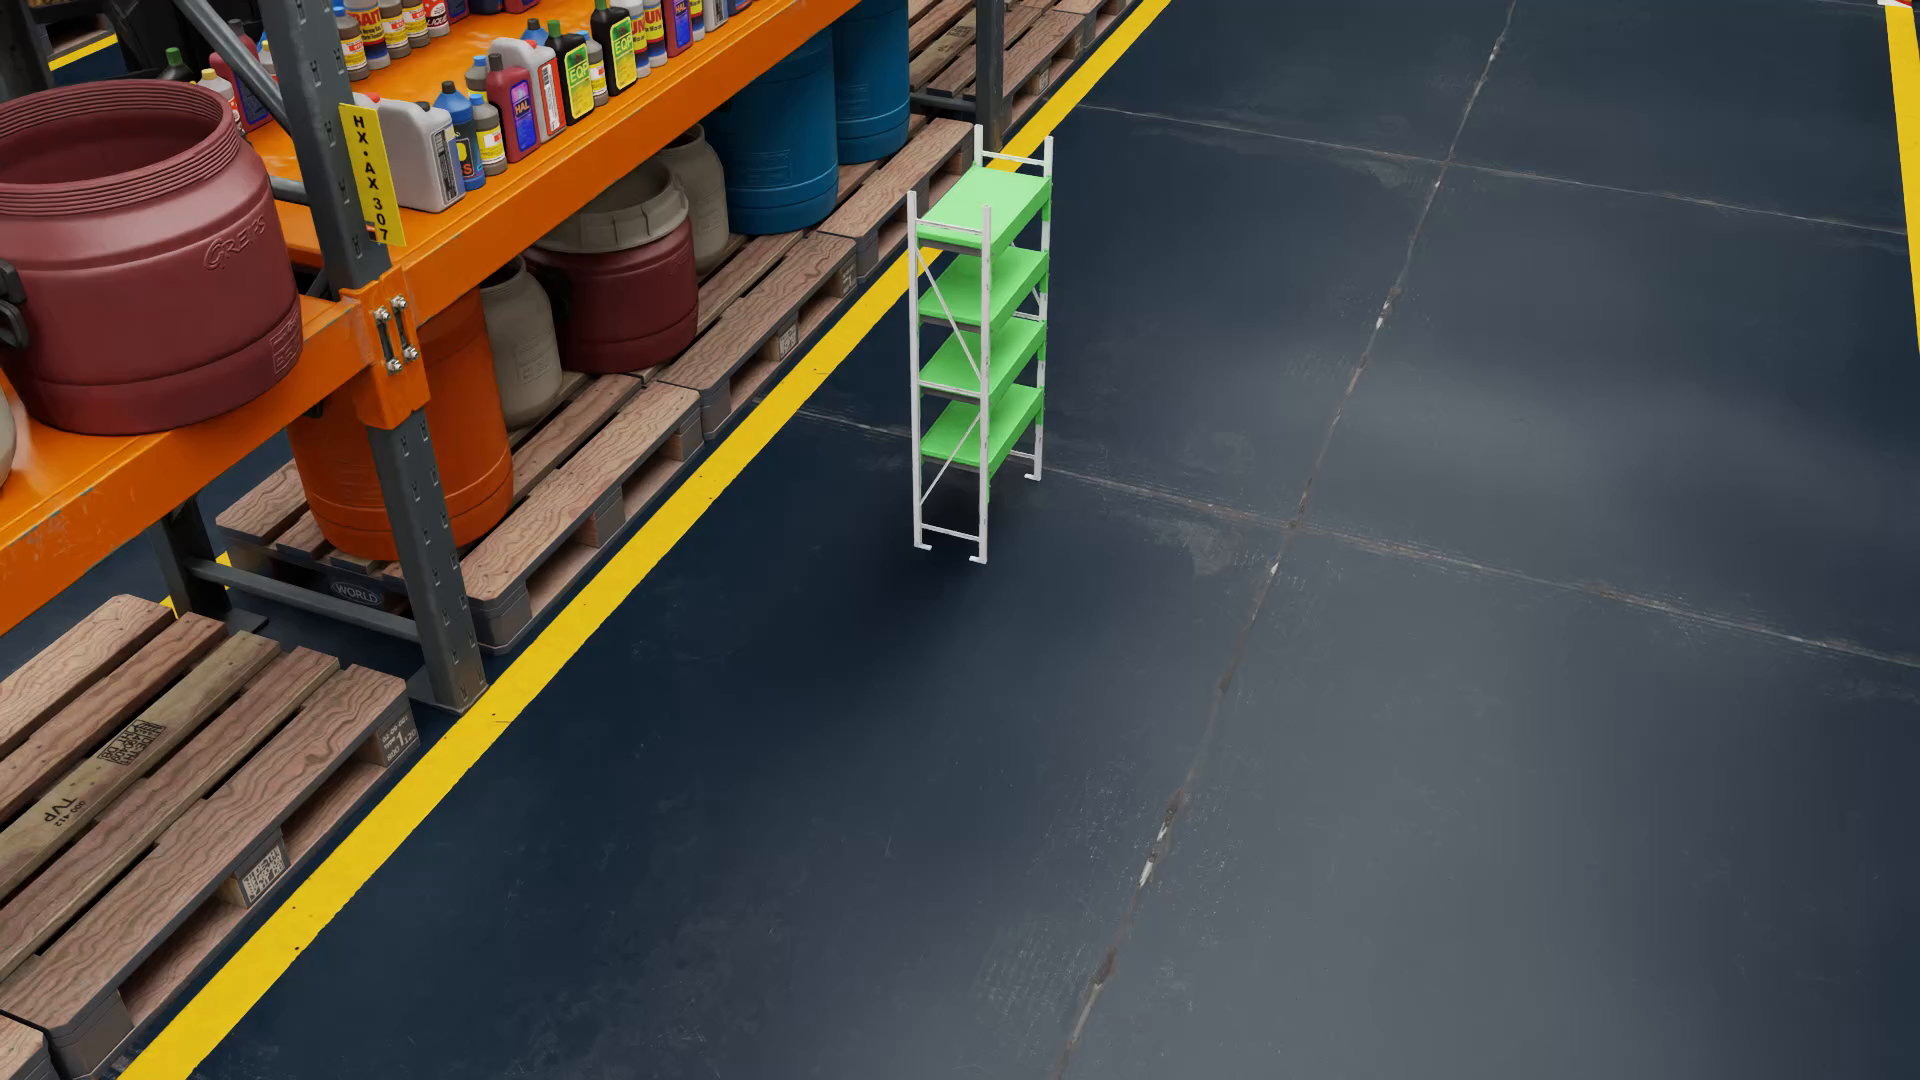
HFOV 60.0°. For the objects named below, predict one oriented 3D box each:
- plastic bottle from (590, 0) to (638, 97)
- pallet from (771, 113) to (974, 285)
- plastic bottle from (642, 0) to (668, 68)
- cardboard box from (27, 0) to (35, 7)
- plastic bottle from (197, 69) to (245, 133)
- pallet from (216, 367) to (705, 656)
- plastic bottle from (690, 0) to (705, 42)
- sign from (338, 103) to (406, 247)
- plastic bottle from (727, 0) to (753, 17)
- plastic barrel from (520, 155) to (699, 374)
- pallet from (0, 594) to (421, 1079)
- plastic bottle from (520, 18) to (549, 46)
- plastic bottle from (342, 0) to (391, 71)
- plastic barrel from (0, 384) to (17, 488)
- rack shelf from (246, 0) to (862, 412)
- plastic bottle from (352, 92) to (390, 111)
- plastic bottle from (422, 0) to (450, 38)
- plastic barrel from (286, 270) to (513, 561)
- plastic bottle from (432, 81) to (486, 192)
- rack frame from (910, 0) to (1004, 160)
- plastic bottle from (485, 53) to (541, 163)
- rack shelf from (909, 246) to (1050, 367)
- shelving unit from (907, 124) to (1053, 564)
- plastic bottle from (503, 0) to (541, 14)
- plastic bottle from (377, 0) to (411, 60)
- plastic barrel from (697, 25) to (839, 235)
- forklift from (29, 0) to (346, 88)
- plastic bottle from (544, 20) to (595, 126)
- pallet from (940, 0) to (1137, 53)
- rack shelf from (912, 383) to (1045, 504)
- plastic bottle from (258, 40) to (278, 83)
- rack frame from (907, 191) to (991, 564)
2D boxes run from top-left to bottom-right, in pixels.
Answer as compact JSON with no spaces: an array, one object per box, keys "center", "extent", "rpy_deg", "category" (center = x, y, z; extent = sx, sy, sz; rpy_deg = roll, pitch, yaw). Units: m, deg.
[{"center":[-0.992,-1.428,4.752],"extent":[0.061,0.283,0.133],"rpy_deg":[14,39,18],"category":"plastic bottle"},{"center":[-0.623,-1.541,7.135],"extent":[1.003,0.211,1.213],"rpy_deg":[14,39,18],"category":"pallet"},{"center":[-0.928,-1.545,4.919],"extent":[0.097,0.271,0.097],"rpy_deg":[0,37,0],"category":"plastic bottle"},{"center":[-4.989,-2.771,8.172],"extent":[0.500,0.500,0.500],"rpy_deg":[14,39,18],"category":"cardboard box"},{"center":[-1.992,-1.162,4.465],"extent":[0.097,0.201,0.097],"rpy_deg":[0,37,0],"category":"plastic bottle"},{"center":[-1.551,-0.190,5.328],"extent":[1.003,0.211,1.213],"rpy_deg":[14,39,18],"category":"pallet"},{"center":[-0.840,-1.673,5.090],"extent":[0.097,0.271,0.097],"rpy_deg":[0,37,0],"category":"plastic bottle"},{"center":[-1.301,-0.805,3.685],"extent":[0.100,0.325,0.005],"rpy_deg":[14,39,18],"category":"sign"},{"center":[-0.757,-1.862,5.277],"extent":[0.144,0.351,0.185],"rpy_deg":[14,39,18],"category":"plastic bottle"},{"center":[-1.212,-0.963,5.697],"extent":[0.600,0.588,0.708],"rpy_deg":[14,39,18],"category":"plastic barrel"},{"center":[-2.143,0.676,4.169],"extent":[1.003,0.211,1.213],"rpy_deg":[14,39,18],"category":"pallet"},{"center":[-1.160,-1.303,4.596],"extent":[0.097,0.271,0.097],"rpy_deg":[0,37,0],"category":"plastic bottle"},{"center":[-1.756,-1.534,4.904],"extent":[0.097,0.271,0.097],"rpy_deg":[0,37,0],"category":"plastic bottle"},{"center":[-2.006,-0.287,3.036],"extent":[0.421,0.512,0.421],"rpy_deg":[0,37,0],"category":"plastic barrel"},{"center":[-1.052,-1.680,5.593],"extent":[1.077,0.370,4.000],"rpy_deg":[14,39,18],"category":"rack shelf"},{"center":[-1.490,-1.012,4.202],"extent":[0.152,0.276,0.135],"rpy_deg":[14,39,18],"category":"plastic bottle"},{"center":[-1.645,-1.667,5.141],"extent":[0.097,0.201,0.097],"rpy_deg":[0,37,0],"category":"plastic bottle"},{"center":[-1.642,-0.435,4.788],"extent":[0.600,0.830,0.708],"rpy_deg":[14,39,18],"category":"plastic barrel"},{"center":[-1.280,-1.033,4.234],"extent":[0.097,0.271,0.097],"rpy_deg":[0,37,0],"category":"plastic bottle"},{"center":[-0.291,-3.076,6.859],"extent":[1.000,3.000,0.127],"rpy_deg":[14,39,18],"category":"rack frame"},{"center":[-1.182,-1.152,4.383],"extent":[0.061,0.283,0.133],"rpy_deg":[14,39,18],"category":"plastic bottle"},{"center":[0.063,-0.713,4.908],"extent":[0.258,0.148,0.480],"rpy_deg":[14,39,18],"category":"rack shelf"},{"center":[0.063,-0.572,5.013],"extent":[0.258,1.200,0.503],"rpy_deg":[14,39,18],"category":"shelving unit"},{"center":[-1.415,-1.838,5.300],"extent":[0.061,0.283,0.133],"rpy_deg":[14,39,18],"category":"plastic bottle"},{"center":[-1.719,-1.559,4.997],"extent":[0.097,0.201,0.097],"rpy_deg":[0,37,0],"category":"plastic bottle"},{"center":[-0.783,-1.714,6.439],"extent":[0.600,0.901,0.708],"rpy_deg":[14,39,18],"category":"plastic barrel"},{"center":[-3.502,-2.529,6.186],"extent":[3.031,2.935,1.130],"rpy_deg":[-21,42,-26],"category":"forklift"},{"center":[-1.080,-1.300,4.581],"extent":[0.061,0.283,0.133],"rpy_deg":[14,39,18],"category":"plastic bottle"},{"center":[0.416,-3.052,9.157],"extent":[1.003,0.211,1.213],"rpy_deg":[14,39,18],"category":"pallet"},{"center":[0.063,-0.329,5.195],"extent":[0.258,0.148,0.480],"rpy_deg":[14,39,18],"category":"rack shelf"},{"center":[-1.905,-1.290,4.636],"extent":[0.097,0.201,0.097],"rpy_deg":[0,37,0],"category":"plastic bottle"},{"center":[-0.030,-0.437,4.833],"extent":[0.240,1.200,0.015],"rpy_deg":[14,39,18],"category":"rack frame"}]
